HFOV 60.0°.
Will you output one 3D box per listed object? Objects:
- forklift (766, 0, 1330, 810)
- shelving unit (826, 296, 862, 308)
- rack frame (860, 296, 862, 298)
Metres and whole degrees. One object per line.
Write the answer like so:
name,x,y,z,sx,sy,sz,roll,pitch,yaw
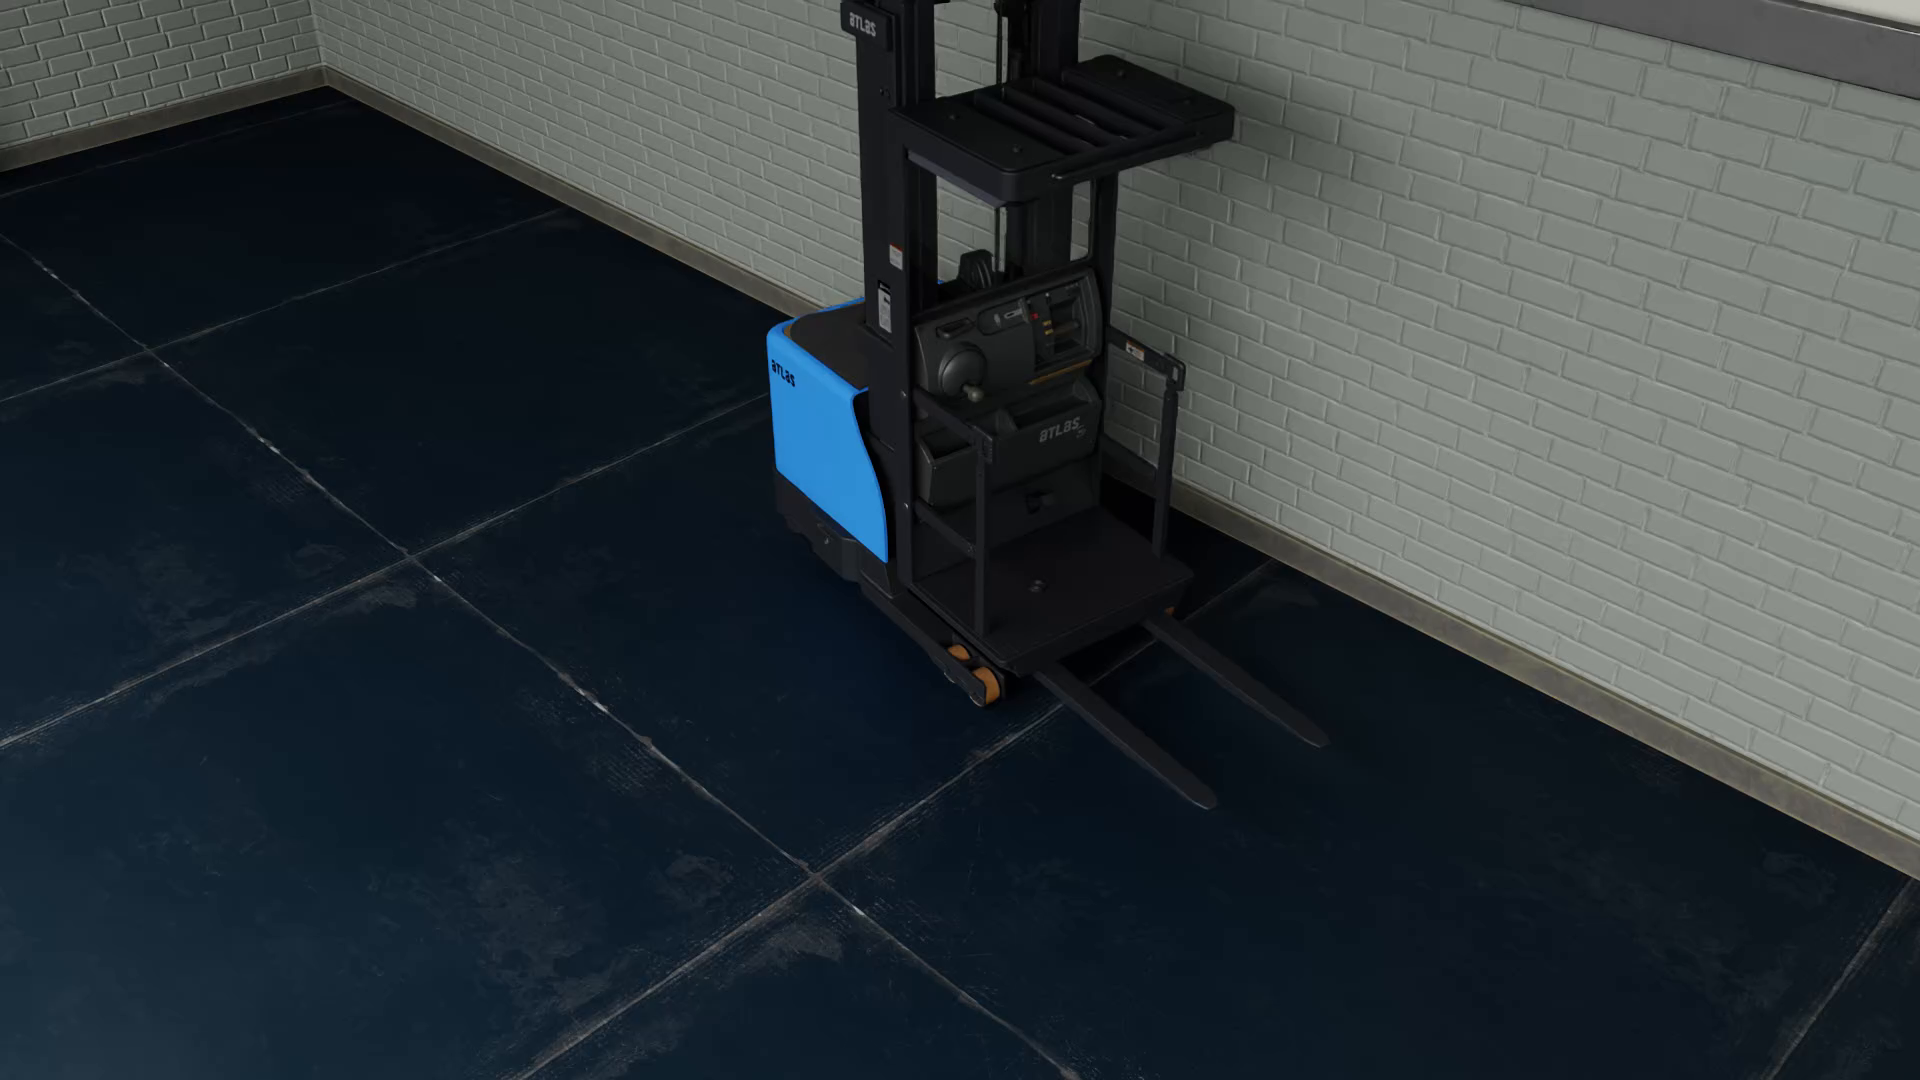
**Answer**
forklift,0.340,-0.800,6.835,1.130,2.935,3.031,-22,41,-29
shelving unit,-0.516,-0.784,8.587,0.210,0.900,0.258,-23,41,-29
rack frame,-0.435,-0.819,8.637,0.006,0.900,0.240,-23,41,-29
